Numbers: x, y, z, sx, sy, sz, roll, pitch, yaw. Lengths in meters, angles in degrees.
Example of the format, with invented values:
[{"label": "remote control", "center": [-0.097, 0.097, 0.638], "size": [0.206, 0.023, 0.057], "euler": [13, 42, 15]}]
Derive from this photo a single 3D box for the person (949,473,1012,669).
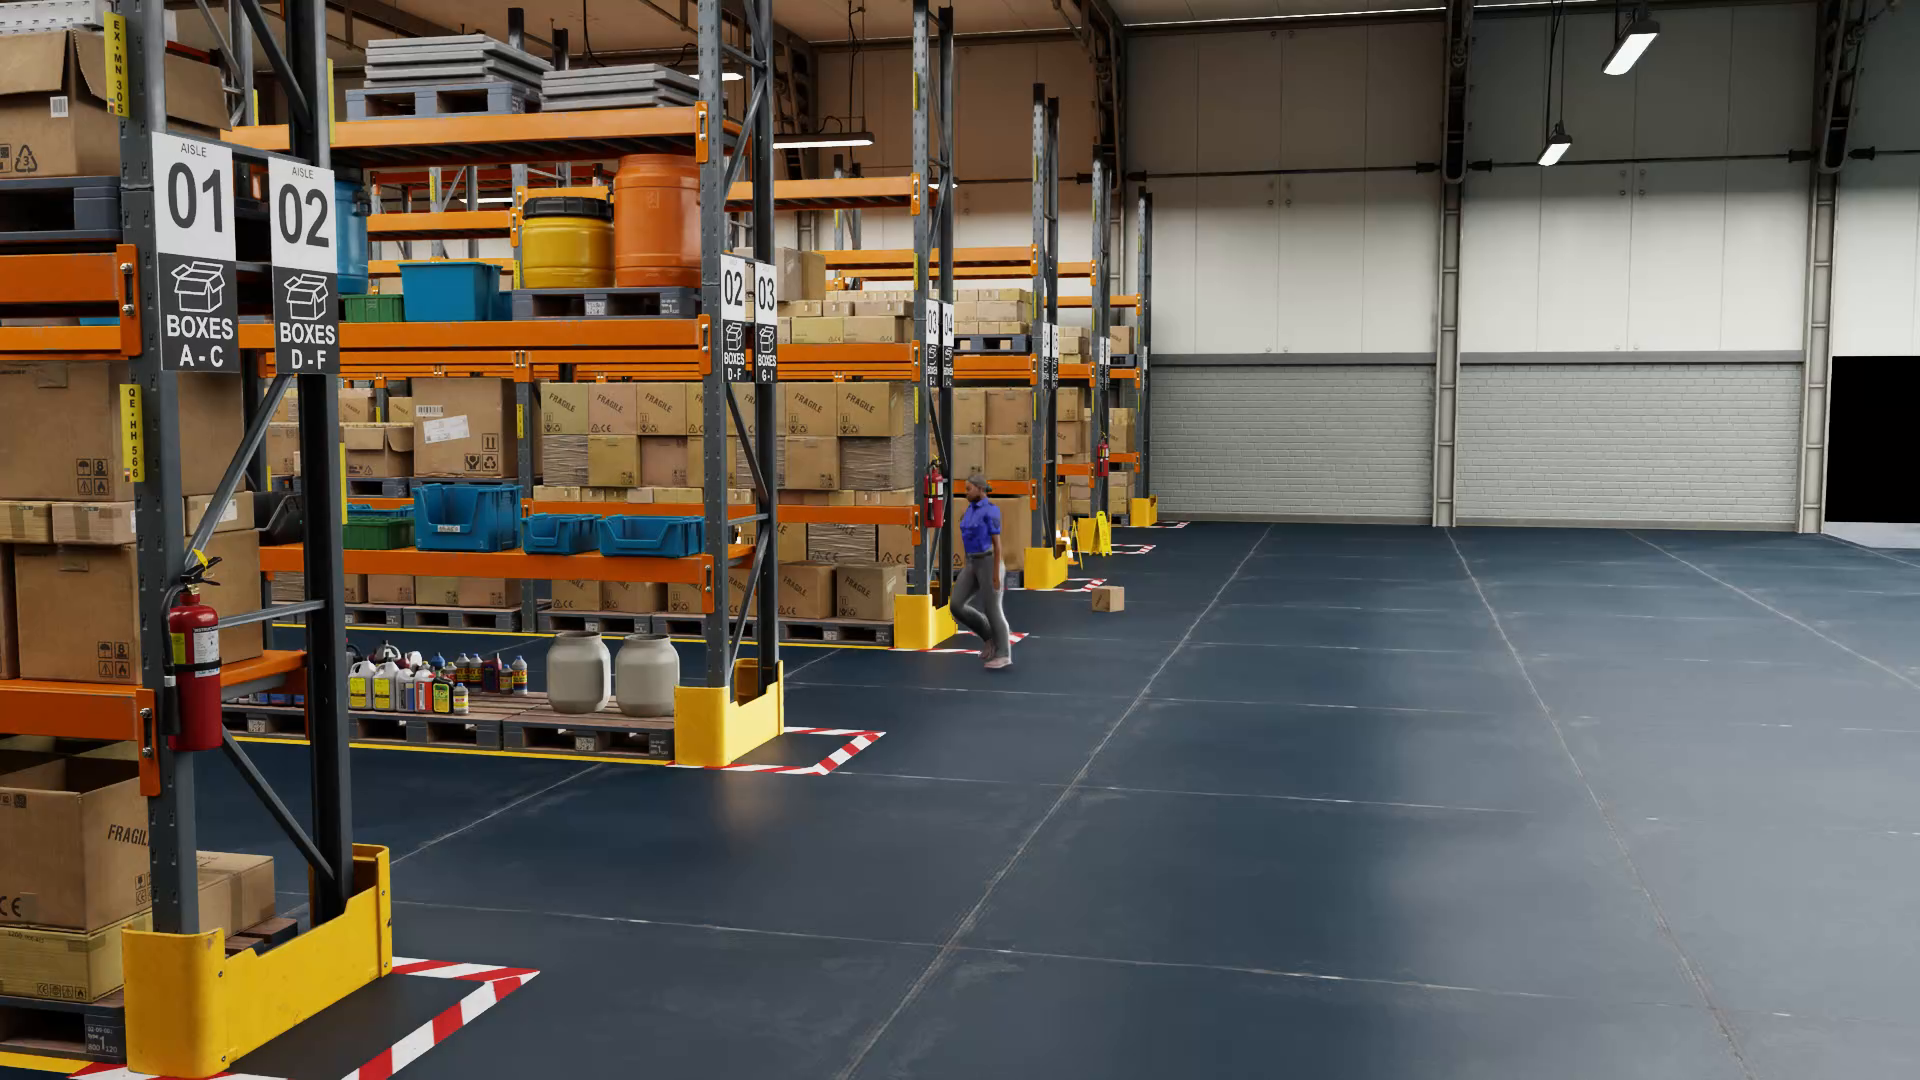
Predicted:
[{"label": "person", "center": [0.167, 0.257, 14.136], "size": [0.449, 1.644, 0.486], "euler": [-4, 6, -38]}]
